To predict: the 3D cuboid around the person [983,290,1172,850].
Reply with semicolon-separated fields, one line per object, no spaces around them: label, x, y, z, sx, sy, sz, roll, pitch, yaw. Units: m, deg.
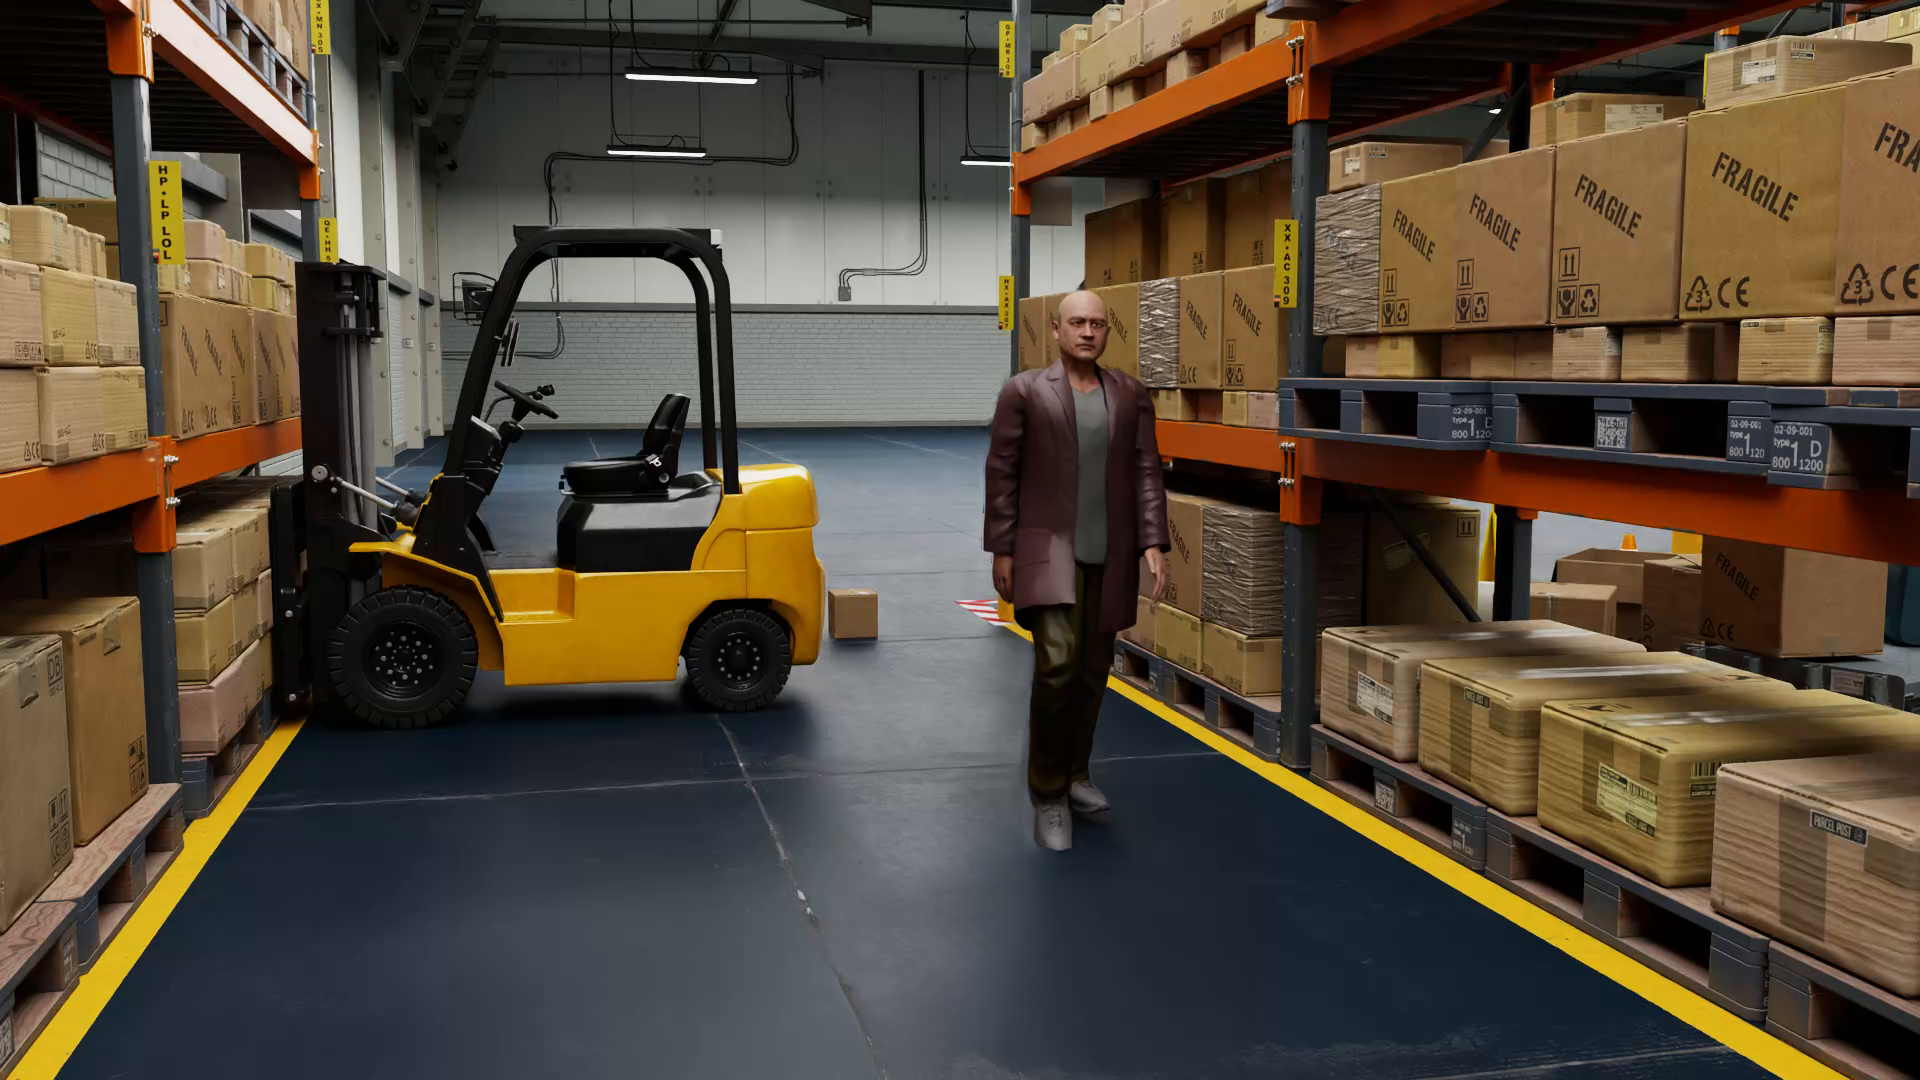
person;0.391;0.094;5.572;0.583;1.843;0.566;-2;6;-17
